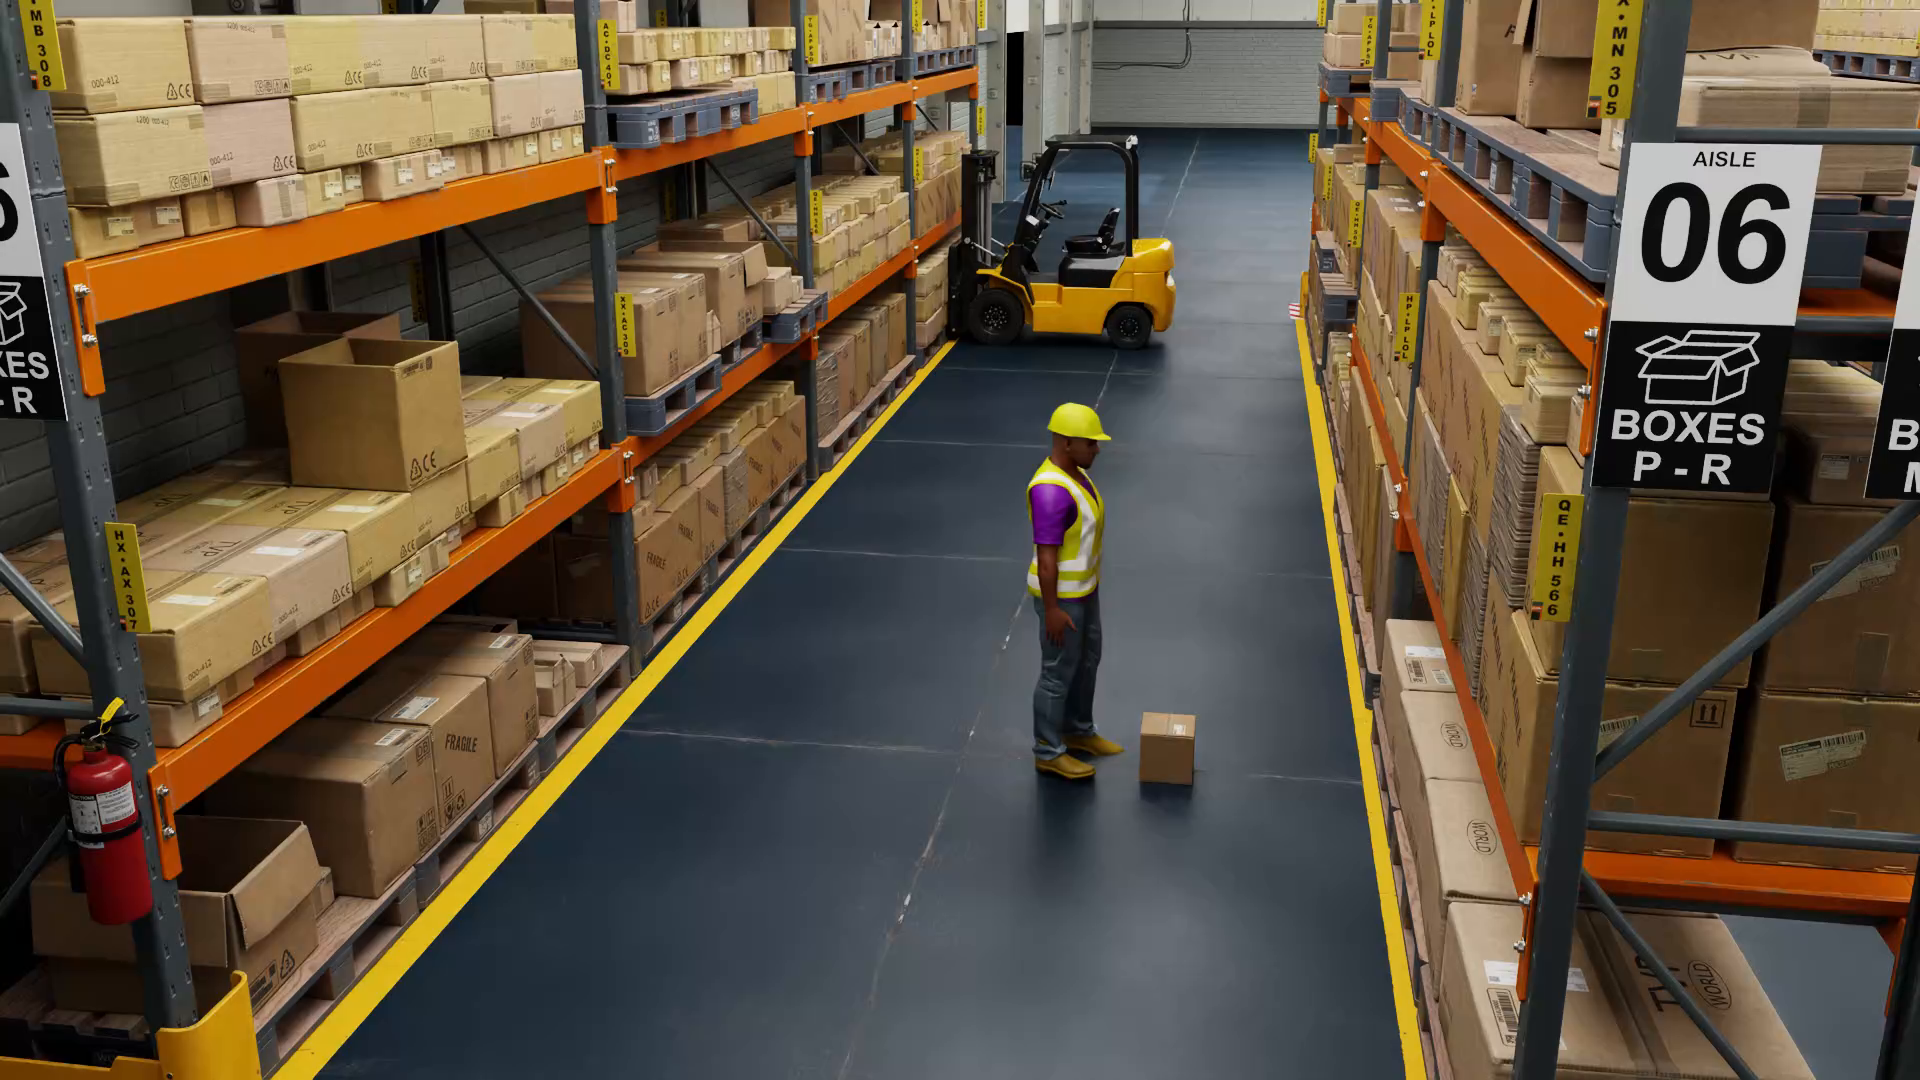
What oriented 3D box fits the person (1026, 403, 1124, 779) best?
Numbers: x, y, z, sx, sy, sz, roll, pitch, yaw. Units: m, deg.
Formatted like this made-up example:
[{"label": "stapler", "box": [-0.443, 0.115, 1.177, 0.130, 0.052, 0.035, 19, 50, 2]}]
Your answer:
[{"label": "person", "box": [0.533, 0.255, 7.728, 0.439, 1.807, 0.630, 5, 18, 15]}]
